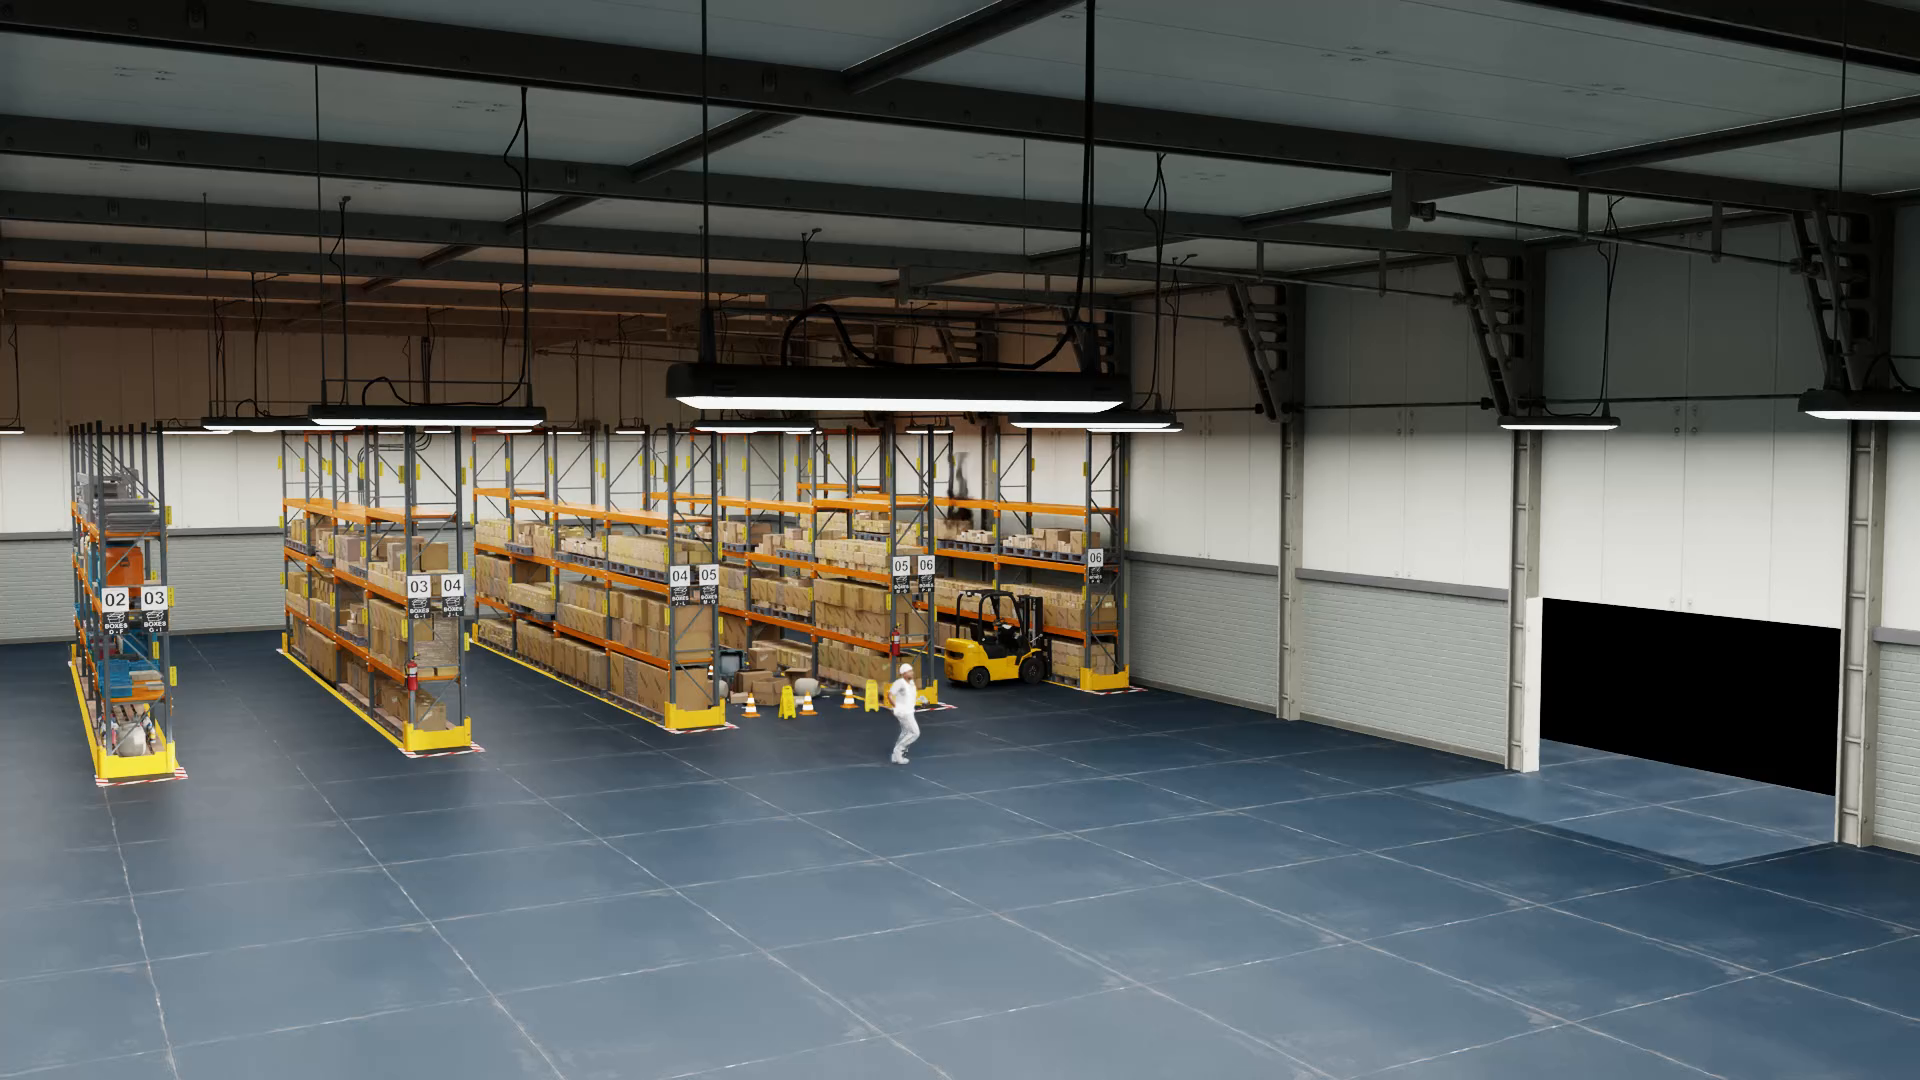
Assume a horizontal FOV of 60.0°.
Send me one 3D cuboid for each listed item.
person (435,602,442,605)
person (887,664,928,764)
[{"bbox_3d":[-14.528,2.039,46.859,0.584,1.601,0.534,0,4,-2],"label":"person"},{"bbox_3d":[-0.893,3.036,29.134,0.625,1.746,0.658,1,4,14],"label":"person"}]
